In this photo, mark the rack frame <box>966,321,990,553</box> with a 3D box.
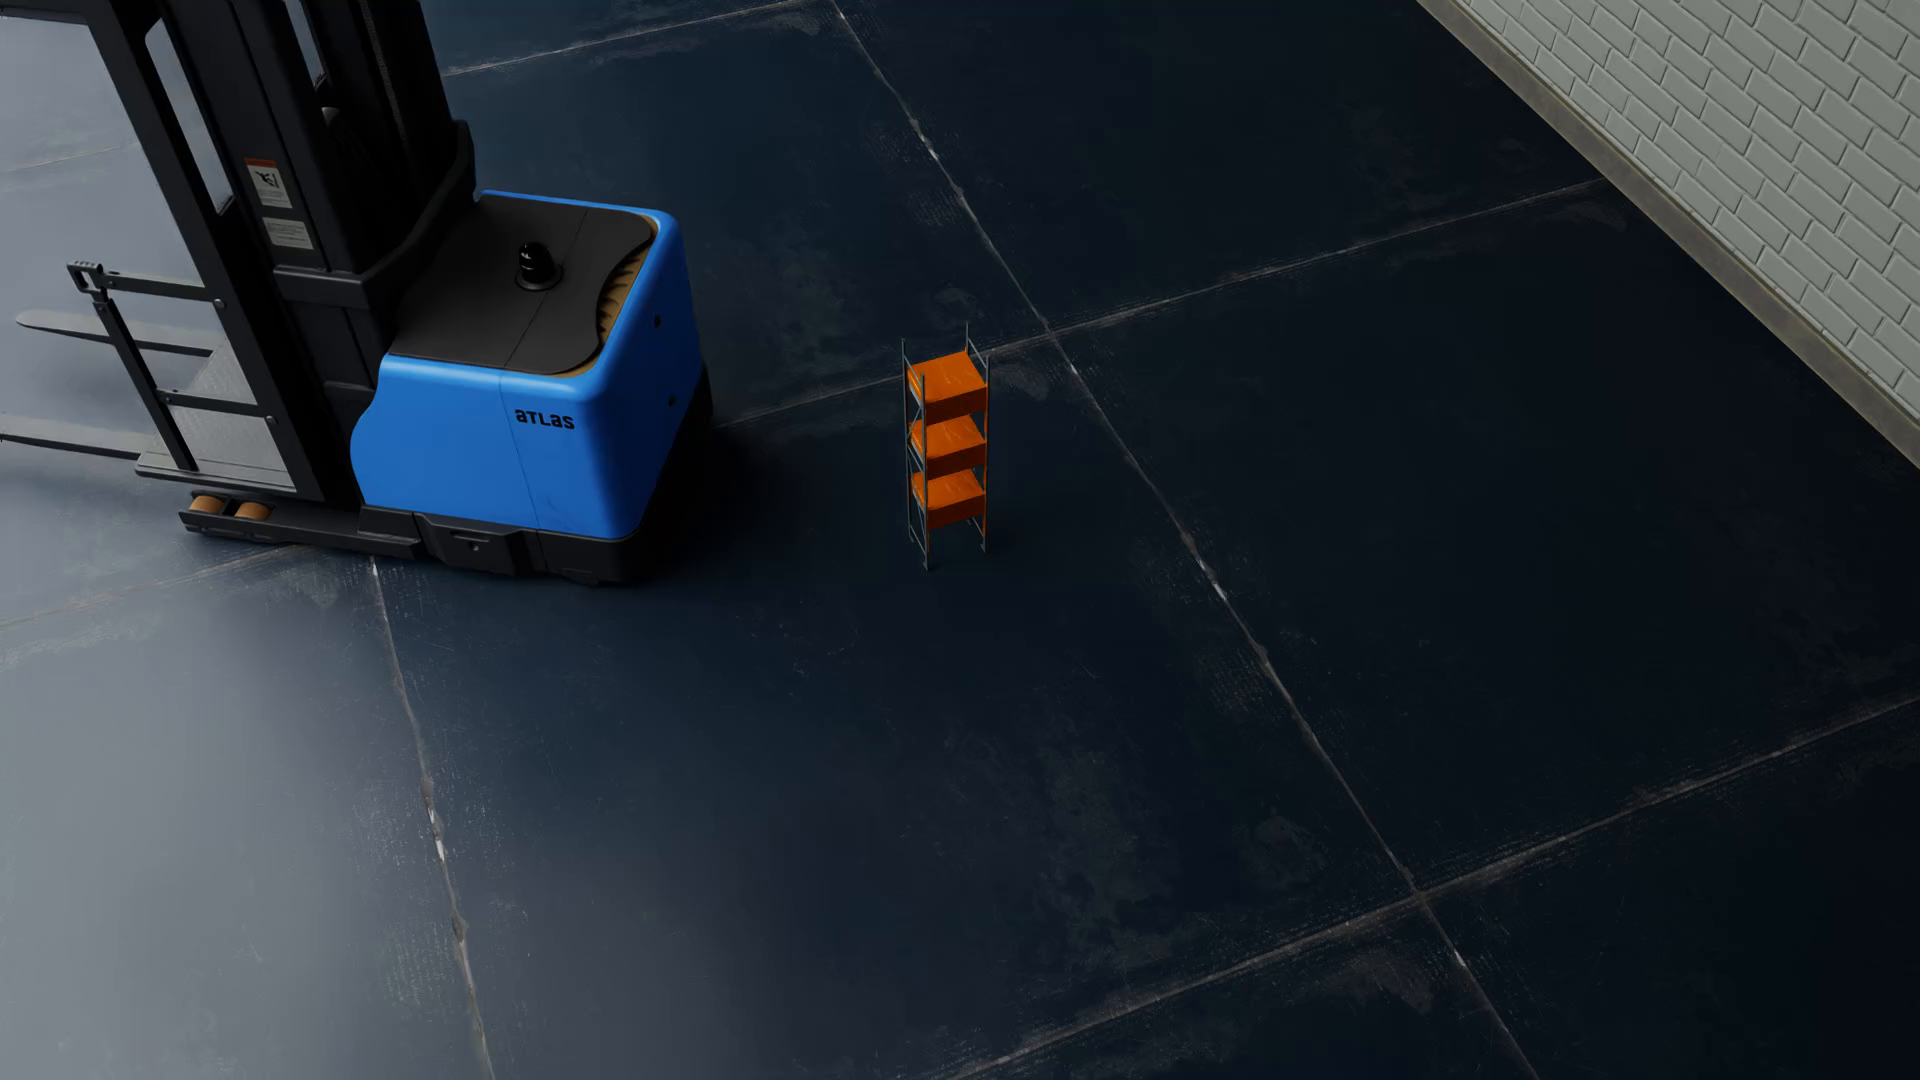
[{"bbox_3d":[0.063,-0.362,6.209,0.008,1.050,0.200,-17,52,-14],"label":"rack frame"}]

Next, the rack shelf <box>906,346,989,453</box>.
[{"bbox_3d":[-0.050,-0.505,5.972,0.240,0.259,0.215,-17,52,-14],"label":"rack shelf"}]

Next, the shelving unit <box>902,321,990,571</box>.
[{"bbox_3d":[-0.050,-0.327,6.179,0.252,1.050,0.215,-17,52,-14],"label":"shelving unit"}]

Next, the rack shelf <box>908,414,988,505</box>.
[{"bbox_3d":[-0.050,-0.320,6.187,0.240,0.259,0.215,-17,52,-14],"label":"rack shelf"}]

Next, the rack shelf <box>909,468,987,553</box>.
[{"bbox_3d":[-0.050,-0.139,6.398,0.240,0.259,0.215,-17,52,-14],"label":"rack shelf"}]

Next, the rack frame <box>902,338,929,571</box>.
[{"bbox_3d":[-0.162,-0.292,6.149,0.008,1.050,0.200,-17,52,-14],"label":"rack frame"}]

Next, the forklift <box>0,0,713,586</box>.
[{"bbox_3d":[-2.600,-1.331,5.802,3.031,2.935,1.130,8,50,7],"label":"forklift"}]
